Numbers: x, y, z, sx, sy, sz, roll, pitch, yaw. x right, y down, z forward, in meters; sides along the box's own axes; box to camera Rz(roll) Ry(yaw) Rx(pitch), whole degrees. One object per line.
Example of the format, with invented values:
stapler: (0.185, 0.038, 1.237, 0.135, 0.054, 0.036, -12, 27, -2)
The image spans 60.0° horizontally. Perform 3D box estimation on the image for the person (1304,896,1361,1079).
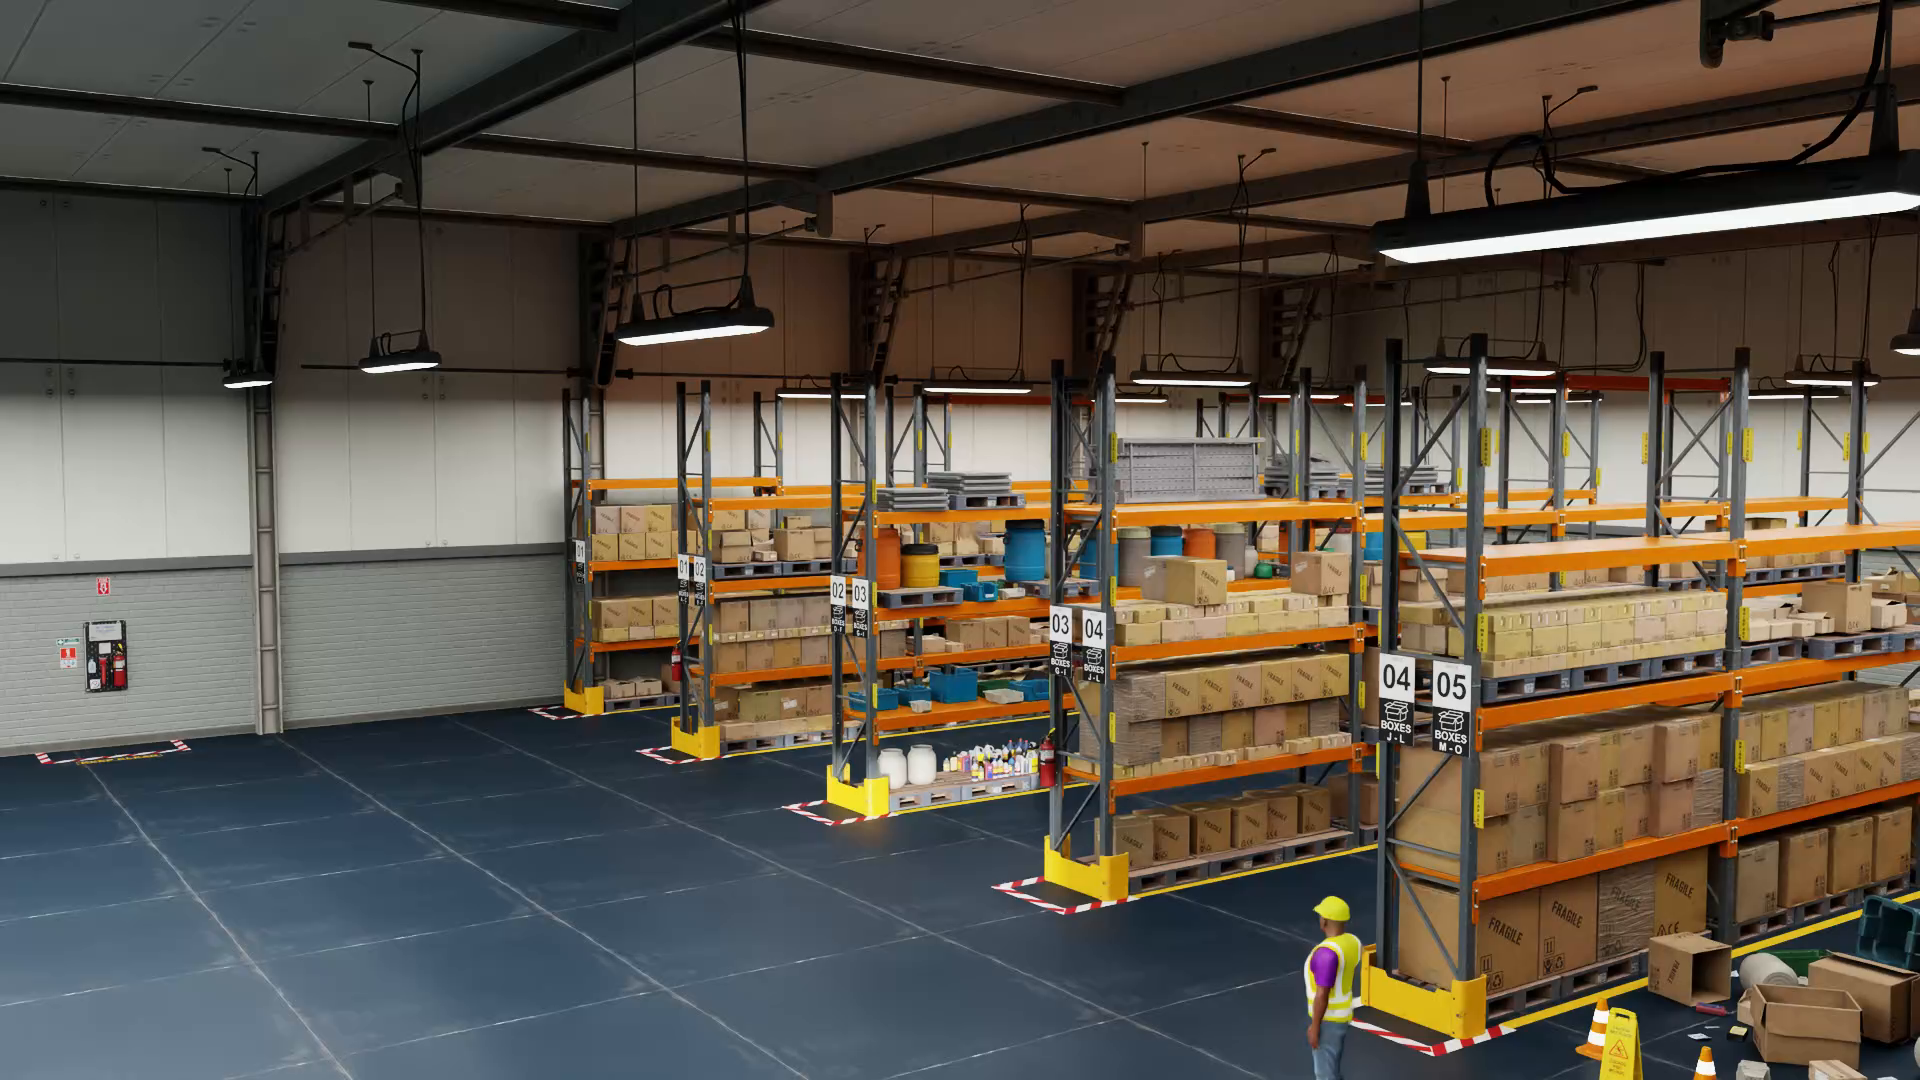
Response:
person: (2.704, 3.494, 12.204, 0.436, 1.772, 0.580, 1, 4, 17)
